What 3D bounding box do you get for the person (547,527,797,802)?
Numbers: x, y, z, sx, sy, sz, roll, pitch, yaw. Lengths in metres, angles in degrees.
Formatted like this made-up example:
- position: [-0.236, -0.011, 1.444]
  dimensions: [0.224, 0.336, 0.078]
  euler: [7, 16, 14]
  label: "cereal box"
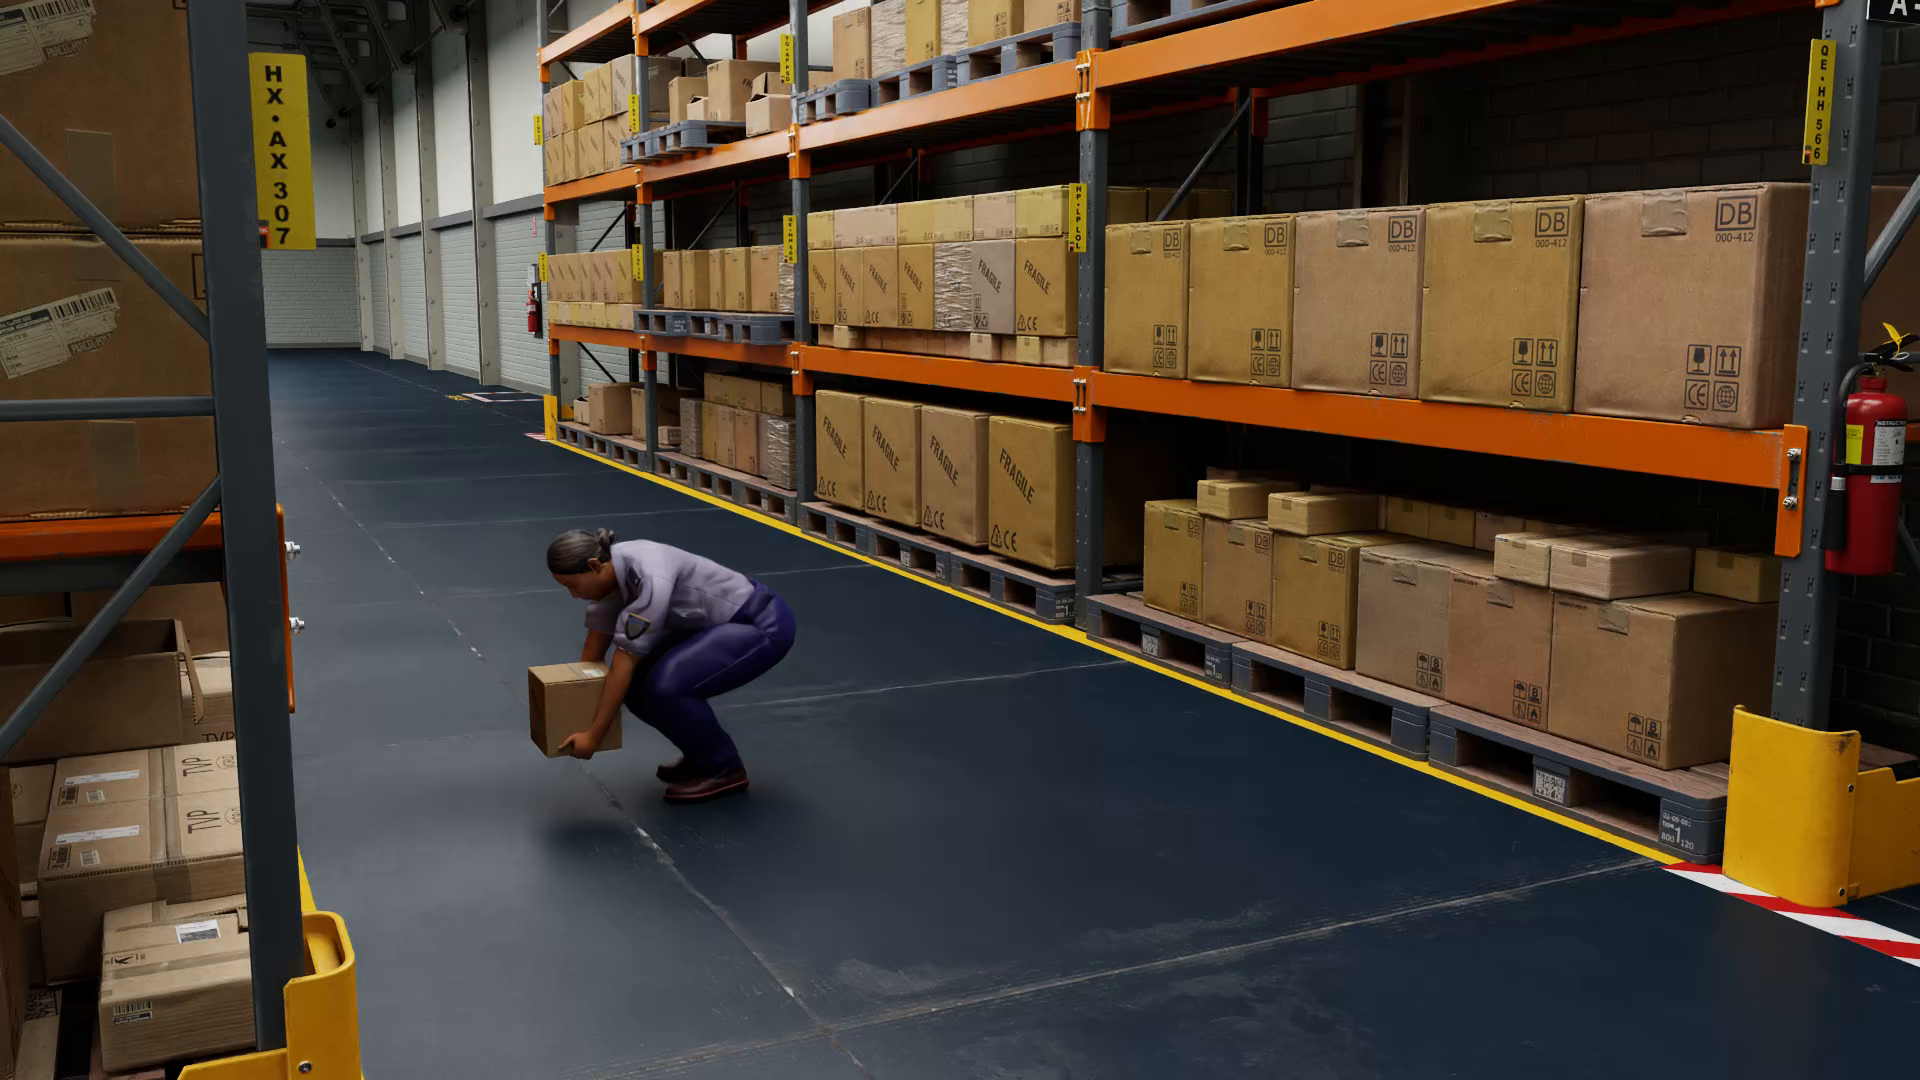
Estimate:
- position: [-0.983, 0.400, 5.661]
  dimensions: [0.856, 0.938, 0.502]
  euler: [-5, 10, -28]
  label: "person"
